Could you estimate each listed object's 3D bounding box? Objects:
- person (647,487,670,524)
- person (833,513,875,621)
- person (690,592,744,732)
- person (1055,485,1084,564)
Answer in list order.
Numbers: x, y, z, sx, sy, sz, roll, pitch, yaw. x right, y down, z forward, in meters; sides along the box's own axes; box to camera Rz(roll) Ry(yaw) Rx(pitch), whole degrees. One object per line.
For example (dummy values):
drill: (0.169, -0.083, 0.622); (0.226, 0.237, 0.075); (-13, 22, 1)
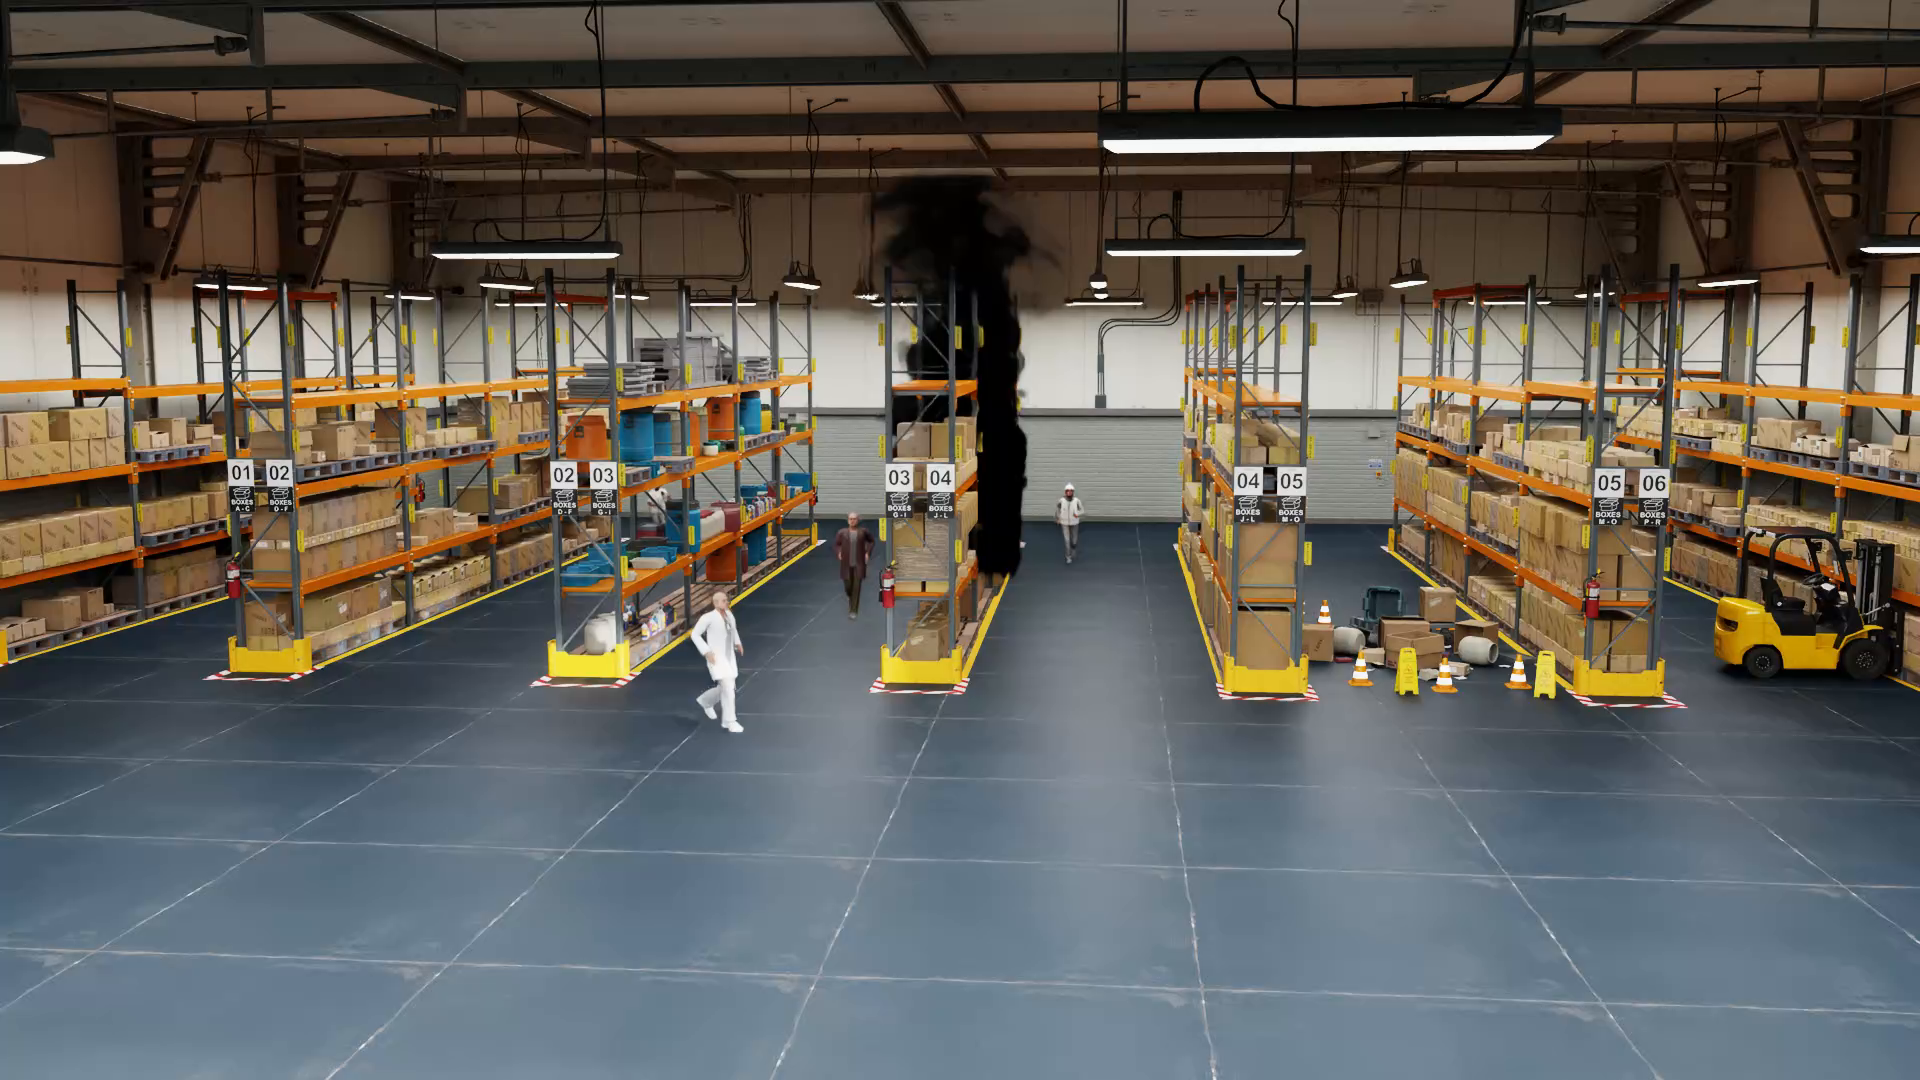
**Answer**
person: (-7.195, -0.637, 39.741); (0.522, 1.727, 0.674); (-1, 7, -5)
person: (-1.795, 0.427, 28.162); (0.711, 1.780, 0.923); (0, 7, 0)
person: (-3.119, 1.552, 21.384); (0.854, 1.784, 0.732); (4, 8, 33)
person: (2.437, -0.370, 37.098); (0.660, 1.744, 0.782); (1, 7, 4)
